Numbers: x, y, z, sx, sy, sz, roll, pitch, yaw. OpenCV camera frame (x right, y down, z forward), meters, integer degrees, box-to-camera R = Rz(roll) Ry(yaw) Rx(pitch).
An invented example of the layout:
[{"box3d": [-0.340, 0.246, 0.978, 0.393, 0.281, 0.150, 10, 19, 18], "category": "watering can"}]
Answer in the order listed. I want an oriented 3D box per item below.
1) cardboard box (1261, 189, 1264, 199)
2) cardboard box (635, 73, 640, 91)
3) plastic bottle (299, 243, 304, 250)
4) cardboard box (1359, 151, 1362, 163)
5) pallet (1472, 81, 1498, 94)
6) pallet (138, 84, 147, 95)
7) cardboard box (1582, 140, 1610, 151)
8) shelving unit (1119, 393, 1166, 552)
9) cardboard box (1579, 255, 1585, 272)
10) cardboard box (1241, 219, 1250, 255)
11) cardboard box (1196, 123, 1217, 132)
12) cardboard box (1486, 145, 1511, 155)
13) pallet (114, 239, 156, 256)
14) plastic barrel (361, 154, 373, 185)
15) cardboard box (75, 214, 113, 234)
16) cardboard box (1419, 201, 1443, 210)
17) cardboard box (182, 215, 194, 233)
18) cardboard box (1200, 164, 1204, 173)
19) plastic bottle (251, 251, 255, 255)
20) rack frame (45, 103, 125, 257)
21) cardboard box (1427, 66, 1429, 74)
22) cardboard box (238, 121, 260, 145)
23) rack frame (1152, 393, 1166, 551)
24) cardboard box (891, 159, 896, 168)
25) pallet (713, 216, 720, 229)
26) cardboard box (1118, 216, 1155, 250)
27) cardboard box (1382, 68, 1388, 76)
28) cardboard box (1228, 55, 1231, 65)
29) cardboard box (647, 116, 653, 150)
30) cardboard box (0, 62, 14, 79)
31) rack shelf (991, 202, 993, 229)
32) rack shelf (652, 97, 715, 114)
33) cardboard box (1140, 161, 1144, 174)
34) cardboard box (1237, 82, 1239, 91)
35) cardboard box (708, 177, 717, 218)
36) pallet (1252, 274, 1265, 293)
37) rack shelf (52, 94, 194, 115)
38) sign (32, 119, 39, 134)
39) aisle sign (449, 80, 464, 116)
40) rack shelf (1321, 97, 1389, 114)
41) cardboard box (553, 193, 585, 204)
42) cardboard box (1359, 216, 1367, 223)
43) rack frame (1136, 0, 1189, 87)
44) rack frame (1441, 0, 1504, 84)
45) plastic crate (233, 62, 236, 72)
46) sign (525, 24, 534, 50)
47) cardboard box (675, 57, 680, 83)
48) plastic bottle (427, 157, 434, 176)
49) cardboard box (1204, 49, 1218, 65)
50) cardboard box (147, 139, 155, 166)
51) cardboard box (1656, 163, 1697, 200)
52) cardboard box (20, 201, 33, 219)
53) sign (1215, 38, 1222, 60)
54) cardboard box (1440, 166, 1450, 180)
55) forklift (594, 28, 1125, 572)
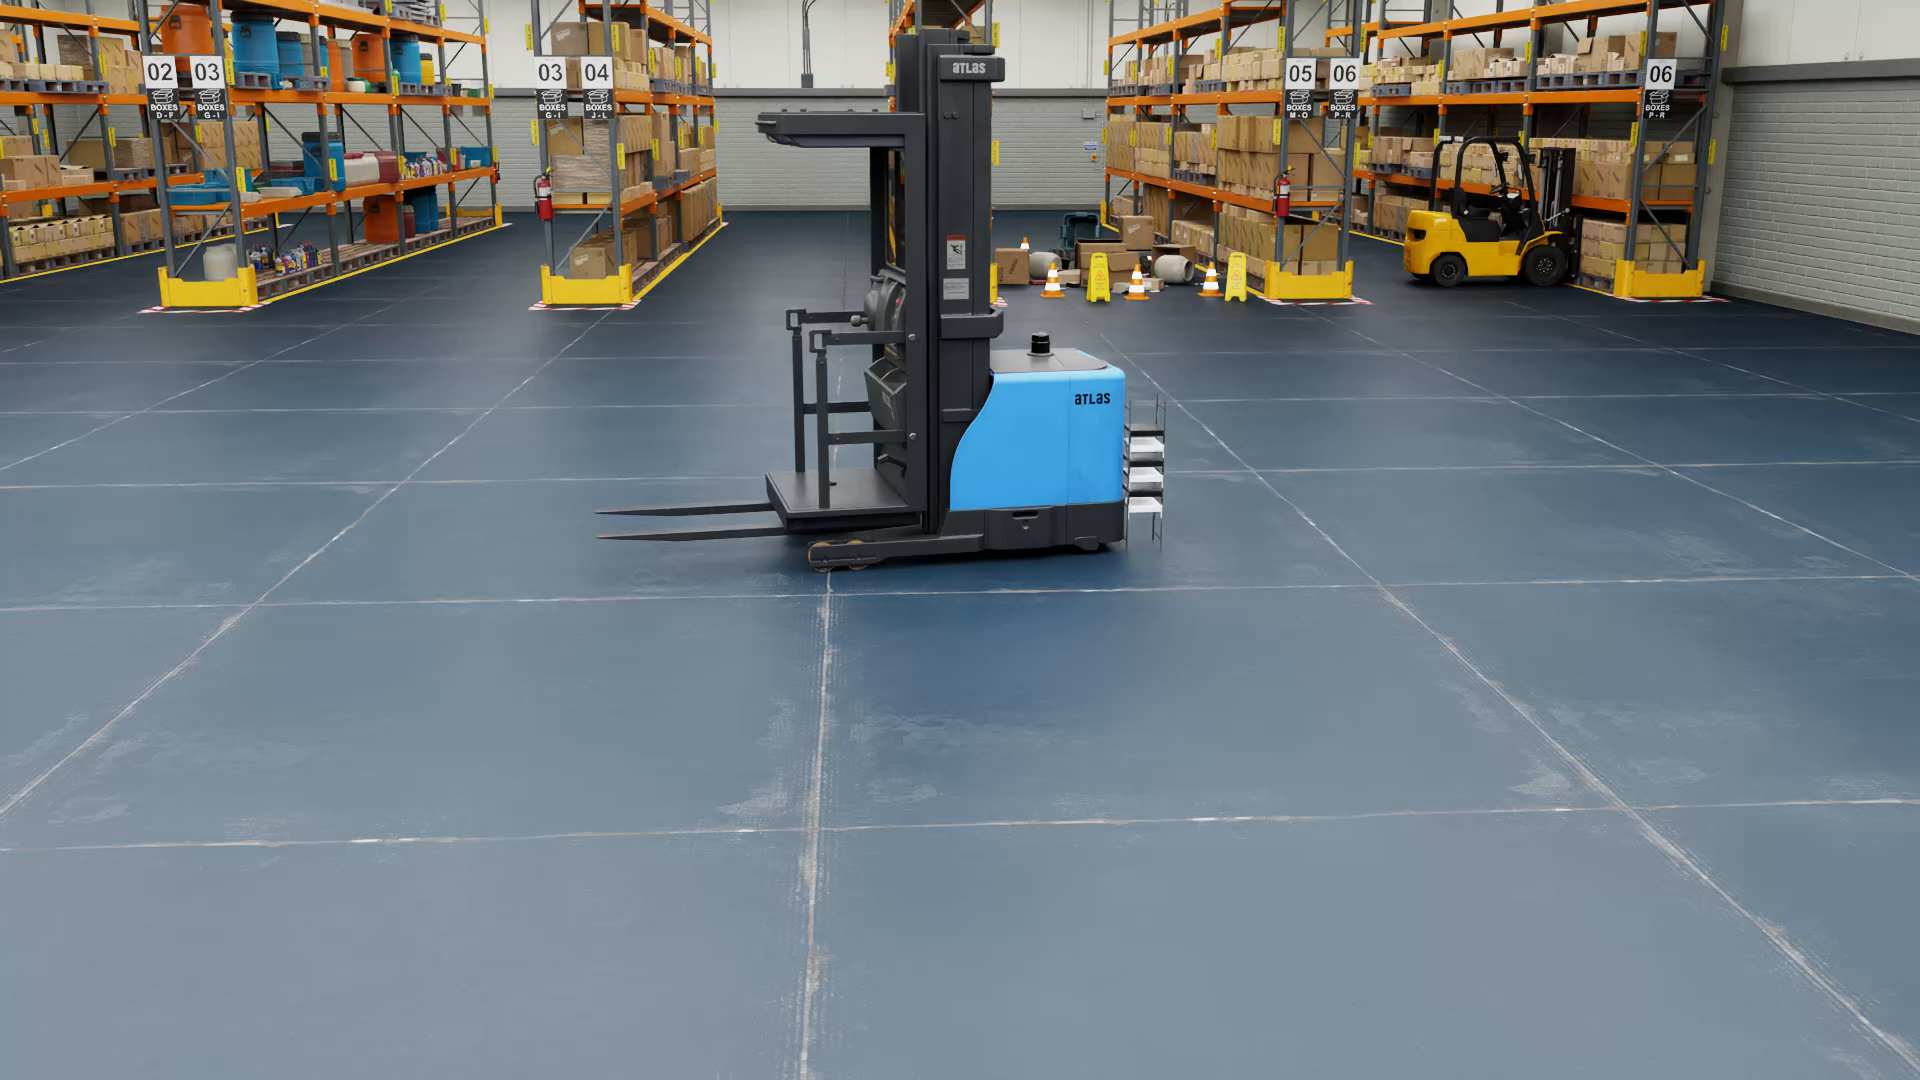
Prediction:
[{"box3d": [4.491, -4.908, 23.587, 0.380, 0.149, 0.250, -1, 14, -4], "category": "cardboard box"}, {"box3d": [-4.943, -6.671, 24.214, 0.500, 0.250, 0.500, -1, 14, -4], "category": "cardboard box"}, {"box3d": [-10.050, -4.352, 25.356, 0.144, 0.351, 0.185, -1, 14, -3], "category": "plastic bottle"}, {"box3d": [8.738, -8.195, 35.563, 0.500, 0.250, 0.500, -1, 14, -3], "category": "cardboard box"}, {"box3d": [9.510, -7.798, 28.672, 1.003, 0.211, 1.213, 0, 14, -1], "category": "pallet"}, {"box3d": [-15.636, -8.435, 31.146, 1.213, 0.211, 1.003, -1, 14, -3], "category": "pallet"}, {"box3d": [9.390, -5.801, 24.452, 0.380, 0.149, 0.250, -1, 14, -2], "category": "cardboard box"}, {"box3d": [1.070, -0.400, 9.773, 0.210, 0.900, 0.258, -1, 14, -5], "category": "shelving unit"}, {"box3d": [9.414, -4.124, 24.712, 0.500, 0.250, 0.500, -1, 14, -3], "category": "cardboard box"}, {"box3d": [4.478, -4.500, 24.668, 0.500, 0.500, 0.500, -1, 14, -5], "category": "cardboard box"}, {"box3d": [4.566, -7.464, 30.807, 0.500, 0.500, 0.500, -1, 14, -5], "category": "cardboard box"}, {"box3d": [9.203, -6.649, 28.345, 0.380, 0.149, 0.250, -1, 14, -3], "category": "cardboard box"}, {"box3d": [-15.434, -5.335, 30.339, 1.003, 0.211, 1.213, -1, 14, -3], "category": "pallet"}, {"box3d": [-10.179, -6.272, 28.158, 0.421, 0.512, 0.421, 0, 14, 0], "category": "plastic barrel"}, {"box3d": [-15.148, -5.516, 28.996, 0.500, 0.311, 0.500, -1, 14, -2], "category": "cardboard box"}, {"box3d": [8.975, -6.375, 31.657, 0.380, 0.149, 0.250, -2, 15, -6], "category": "cardboard box"}, {"box3d": [-15.335, -6.255, 32.452, 0.500, 0.500, 0.500, -1, 14, -3], "category": "cardboard box"}, {"box3d": [4.223, -6.208, 27.795, 0.380, 0.149, 0.250, -1, 14, -3], "category": "cardboard box"}, {"box3d": [-10.540, -4.182, 24.852, 0.097, 0.271, 0.097, 0, 14, 0], "category": "plastic bottle"}, {"box3d": [-15.426, -6.499, 29.267, 1.000, 3.000, 0.127, -1, 14, -3], "category": "rack frame"}, {"box3d": [9.038, -8.876, 31.390, 0.380, 0.149, 0.250, -1, 14, -4], "category": "cardboard box"}, {"box3d": [-15.620, -8.915, 36.449, 0.500, 0.500, 0.500, -1, 14, -4], "category": "cardboard box"}, {"box3d": [1.171, -0.402, 9.783, 0.006, 0.900, 0.240, -1, 14, -5], "category": "rack frame"}, {"box3d": [-1.071, -6.900, 30.486, 0.380, 0.149, 0.250, -1, 14, -3], "category": "cardboard box"}, {"box3d": [-5.906, -7.093, 37.170, 1.003, 0.211, 1.213, -1, 14, -3], "category": "pallet"}, {"box3d": [2.826, -4.931, 26.668, 0.500, 0.500, 0.500, -1, 14, -3], "category": "cardboard box"}, {"box3d": [8.700, -9.394, 33.360, 0.380, 0.149, 0.250, -1, 14, -4], "category": "cardboard box"}, {"box3d": [4.339, -7.379, 25.571, 0.380, 0.149, 0.250, 0, 14, -2], "category": "cardboard box"}, {"box3d": [-4.988, -6.226, 25.399, 0.500, 0.500, 0.500, -1, 14, -3], "category": "cardboard box"}, {"box3d": [-15.244, -7.378, 26.120, 0.500, 0.250, 0.500, -2, 15, -9], "category": "cardboard box"}, {"box3d": [-0.210, -4.862, 24.348, 1.077, 0.370, 4.000, -1, 14, -3], "category": "rack shelf"}, {"box3d": [-5.910, -9.248, 35.374, 1.077, 0.370, 4.000, -1, 14, -3], "category": "rack shelf"}, {"box3d": [3.902, -7.484, 33.396, 0.500, 0.250, 0.500, -1, 14, -5], "category": "cardboard box"}, {"box3d": [4.461, -6.933, 25.438, 0.380, 0.149, 0.250, -1, 14, -3], "category": "cardboard box"}, {"box3d": [-5.915, -7.657, 37.189, 0.875, 0.875, 0.875, -1, 14, -3], "category": "cardboard box"}, {"box3d": [4.828, -3.686, 23.928, 1.003, 0.211, 1.213, -1, 14, -3], "category": "pallet"}, {"box3d": [-15.550, -8.101, 30.916, 1.077, 0.370, 4.000, -1, 14, -3], "category": "rack shelf"}, {"box3d": [-20.323, -9.092, 36.545, 0.100, 0.325, 0.005, -1, 14, -3], "category": "sign"}, {"box3d": [-11.278, -9.837, 37.021, 0.394, 0.787, 0.004, -1, 14, -3], "category": "aisle sign"}, {"box3d": [8.935, -9.478, 36.270, 1.077, 0.370, 4.000, -1, 14, -3], "category": "rack shelf"}, {"box3d": [-5.266, -4.608, 22.420, 0.380, 0.149, 0.250, -1, 14, -3], "category": "cardboard box"}, {"box3d": [8.731, -6.834, 35.444, 0.380, 0.149, 0.250, -1, 14, -5], "category": "cardboard box"}, {"box3d": [4.105, -10.705, 33.572, 1.000, 3.000, 0.127, -1, 14, -3], "category": "rack frame"}, {"box3d": [9.306, -9.787, 30.007, 1.000, 3.000, 0.127, -1, 14, -3], "category": "rack frame"}, {"box3d": [-10.405, -6.500, 23.281, 0.392, 0.384, 0.575, -1, 14, -3], "category": "plastic crate"}, {"box3d": [-5.598, -6.540, 21.627, 0.100, 0.325, 0.005, -1, 14, -3], "category": "sign"}, {"box3d": [-5.686, -8.865, 31.392, 0.797, 0.503, 0.637, -1, 14, -4], "category": "cardboard box"}, {"box3d": [-10.335, -7.276, 32.386, 0.144, 0.351, 0.185, -1, 14, -3], "category": "plastic bottle"}, {"box3d": [4.352, -8.031, 27.654, 0.500, 0.250, 0.500, -1, 14, -3], "category": "cardboard box"}, {"box3d": [-15.503, -7.308, 31.365, 0.700, 0.500, 0.500, -5, 15, -18], "category": "cardboard box"}, {"box3d": [10.049, -5.068, 23.504, 0.500, 0.500, 0.500, 0, 14, -2], "category": "cardboard box"}, {"box3d": [-20.722, -7.232, 36.288, 0.700, 0.500, 0.500, -1, 14, -3], "category": "cardboard box"}, {"box3d": [4.047, -7.694, 26.062, 0.100, 0.325, 0.005, -1, 14, -3], "category": "sign"}, {"box3d": [9.090, -6.695, 30.329, 0.500, 0.250, 0.500, -1, 14, -3], "category": "cardboard box"}, {"box3d": [-0.611, -1.384, 9.524, 3.031, 2.935, 1.130, -3, 15, -13], "category": "forklift"}]
